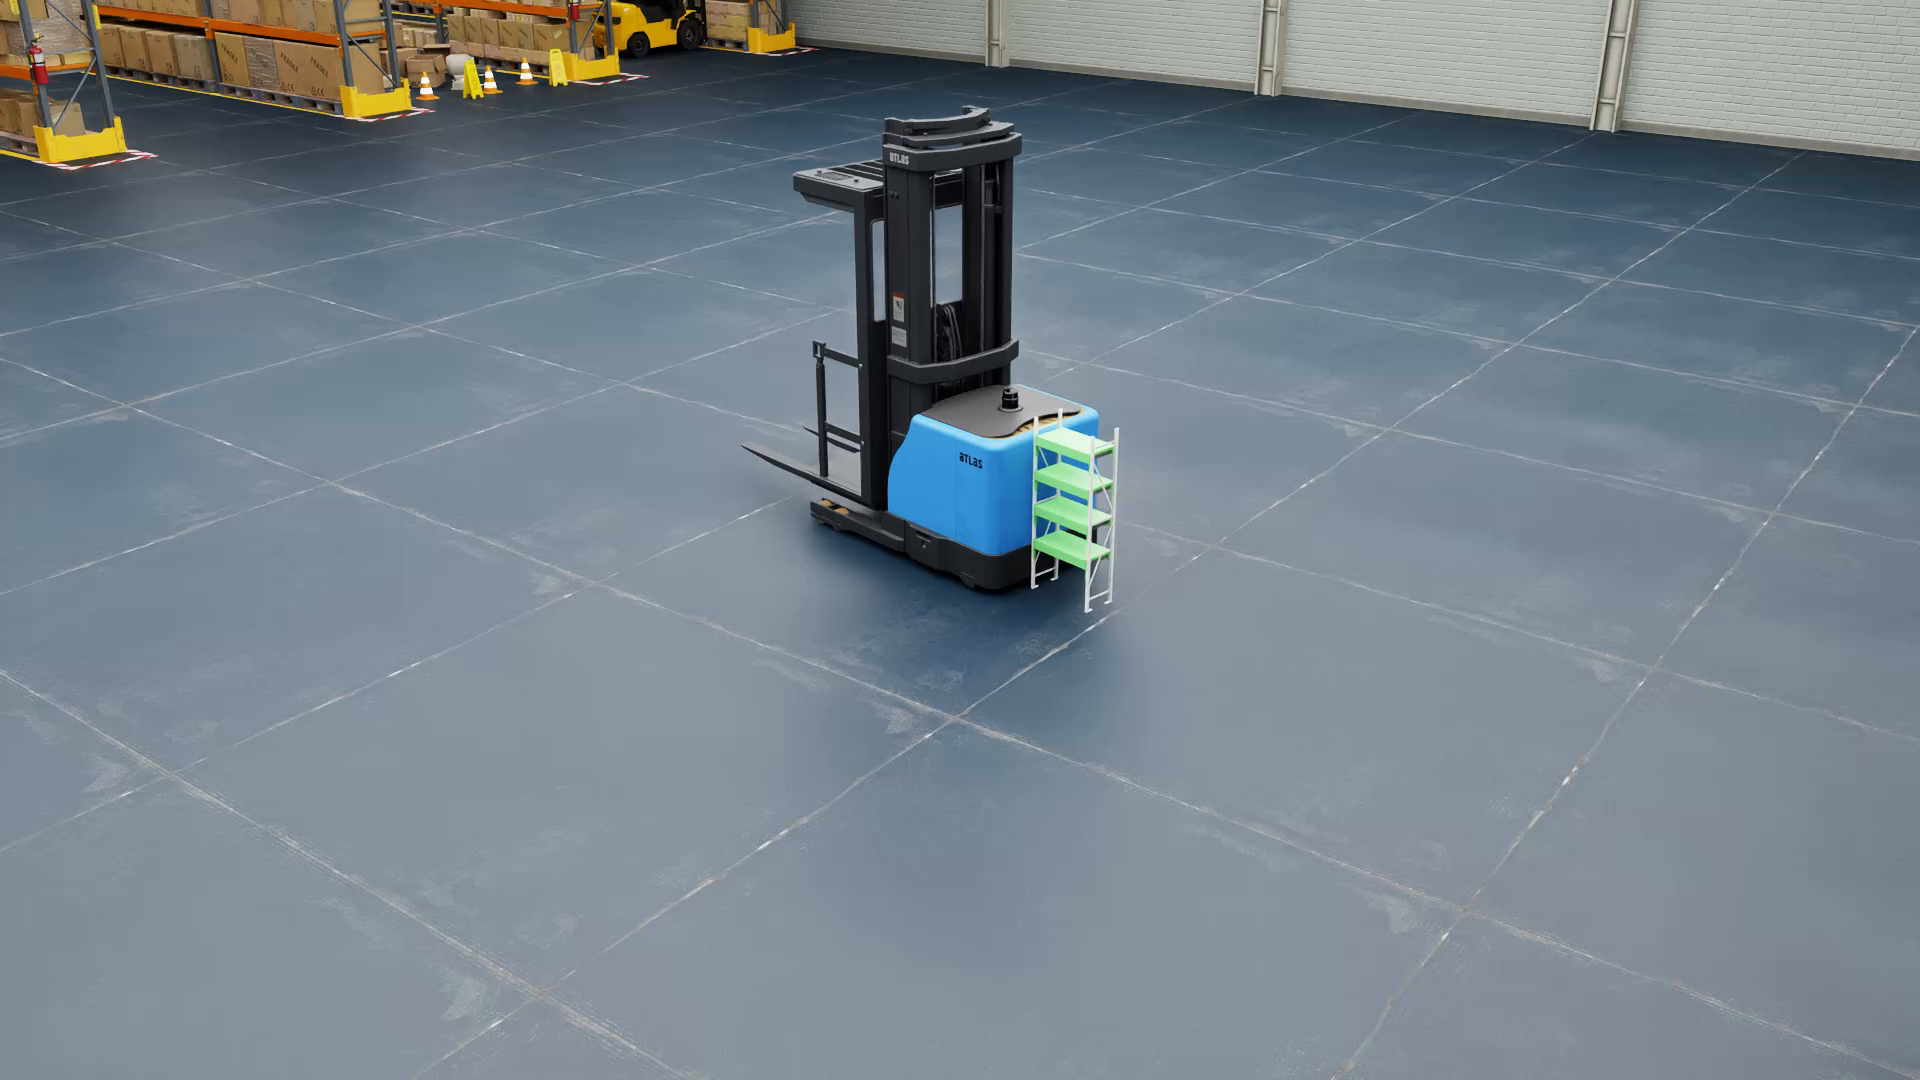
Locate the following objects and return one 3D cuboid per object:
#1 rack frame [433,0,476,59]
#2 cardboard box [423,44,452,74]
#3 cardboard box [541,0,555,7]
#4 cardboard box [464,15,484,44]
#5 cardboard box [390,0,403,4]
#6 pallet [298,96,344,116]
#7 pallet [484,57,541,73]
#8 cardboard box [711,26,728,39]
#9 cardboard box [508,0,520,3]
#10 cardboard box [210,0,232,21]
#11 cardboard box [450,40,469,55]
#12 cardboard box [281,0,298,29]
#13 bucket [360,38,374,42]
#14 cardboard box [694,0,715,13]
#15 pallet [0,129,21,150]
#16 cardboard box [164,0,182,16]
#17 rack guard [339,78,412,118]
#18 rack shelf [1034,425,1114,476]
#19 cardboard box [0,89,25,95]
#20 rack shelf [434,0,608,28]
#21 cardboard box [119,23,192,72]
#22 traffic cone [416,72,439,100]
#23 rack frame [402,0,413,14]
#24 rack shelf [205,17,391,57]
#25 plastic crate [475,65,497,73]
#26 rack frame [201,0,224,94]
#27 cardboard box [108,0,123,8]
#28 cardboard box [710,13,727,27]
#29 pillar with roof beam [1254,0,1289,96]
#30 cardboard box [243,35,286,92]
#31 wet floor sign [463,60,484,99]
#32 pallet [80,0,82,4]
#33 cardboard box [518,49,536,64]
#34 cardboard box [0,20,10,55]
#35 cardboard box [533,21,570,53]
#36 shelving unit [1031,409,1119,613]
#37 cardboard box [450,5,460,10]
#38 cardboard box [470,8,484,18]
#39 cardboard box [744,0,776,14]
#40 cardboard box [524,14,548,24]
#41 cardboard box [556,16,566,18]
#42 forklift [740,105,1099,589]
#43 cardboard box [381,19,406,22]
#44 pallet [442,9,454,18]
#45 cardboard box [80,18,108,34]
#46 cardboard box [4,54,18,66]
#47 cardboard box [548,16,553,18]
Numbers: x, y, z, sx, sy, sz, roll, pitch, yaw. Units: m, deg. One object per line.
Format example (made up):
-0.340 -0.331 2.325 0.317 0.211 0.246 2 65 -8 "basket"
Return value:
-10.204 -11.224 33.503 0.127 3.000 1.000 17 29 33 "rack frame"
-10.162 -9.383 32.422 0.500 0.500 0.500 -5 24 -12 "cardboard box"
-7.700 -10.188 31.465 0.250 0.149 0.380 16 29 33 "cardboard box"
-9.458 -10.145 33.015 0.500 0.500 0.500 18 30 35 "cardboard box"
-14.253 -13.688 42.111 0.250 0.149 0.380 16 28 32 "cardboard box"
-10.578 -7.527 28.571 1.213 0.211 1.003 17 29 33 "pallet"
-8.665 -9.502 33.053 1.213 0.211 1.003 17 29 33 "pallet"
-4.987 -10.928 35.720 0.500 0.250 0.500 17 29 33 "cardboard box"
-8.496 -10.449 32.057 0.250 0.149 0.380 16 29 33 "cardboard box"
-12.789 -9.585 29.599 0.550 0.550 0.875 17 29 33 "cardboard box"
-9.894 -9.928 33.451 0.500 0.250 0.500 15 28 31 "cardboard box"
-11.041 -9.080 28.453 0.550 0.550 0.875 17 29 33 "cardboard box"
-11.600 -9.511 31.790 0.726 0.611 0.620 -15 18 -30 "bucket"
-5.406 -11.501 35.782 0.500 0.250 0.500 17 29 34 "cardboard box"
-14.608 -6.304 25.796 1.213 0.211 1.003 17 29 33 "pallet"
-14.074 -9.810 30.170 0.500 0.500 0.500 16 29 33 "cardboard box"
-9.872 -7.485 28.118 0.348 0.500 1.175 17 29 33 "rack guard"
0.730 -0.569 10.521 0.258 0.148 0.480 -21 31 -39 "rack shelf"
-14.844 -6.704 25.825 0.500 0.500 0.500 14 27 29 "cardboard box"
-8.603 -10.411 32.550 4.000 0.370 1.077 17 29 33 "rack shelf"
-15.158 -9.345 31.509 0.750 0.750 1.050 17 29 34 "cardboard box"
-9.464 -8.060 29.470 0.334 0.463 0.336 17 29 33 "traffic cone"
-13.631 -14.760 41.530 0.127 3.000 1.000 17 29 33 "rack frame"
-11.491 -8.789 28.870 4.000 0.370 1.077 17 29 33 "rack shelf"
-9.439 -9.243 32.629 0.583 0.080 0.402 7 25 15 "plastic crate"
-13.092 -9.602 29.823 0.127 3.000 1.000 17 29 33 "rack frame"
-15.687 -10.297 31.277 0.500 0.500 0.500 17 29 33 "cardboard box"
-5.001 -11.163 35.635 0.500 0.250 0.500 16 29 33 "cardboard box"
2.975 -10.772 25.038 0.400 9.000 9.100 17 29 33 "pillar with roof beam"
-11.907 -8.430 29.278 0.875 0.875 0.875 17 29 34 "cardboard box"
-8.680 -8.189 29.536 0.232 0.644 0.267 12 26 24 "wet floor sign"
-16.927 -10.619 32.370 1.003 0.211 1.213 17 29 33 "pallet"
-8.221 -9.427 32.314 0.500 0.250 0.500 17 29 33 "cardboard box"
-13.842 -7.465 24.479 0.500 0.500 0.875 17 29 33 "cardboard box"
-7.800 -9.643 31.875 0.500 0.500 0.500 17 29 34 "cardboard box"
0.730 -0.188 10.689 0.258 1.200 0.503 -21 31 -39 "shelving unit"
-12.139 -13.244 40.668 0.500 0.500 0.500 16 28 31 "cardboard box"
-9.417 -10.394 32.776 0.250 0.149 0.380 18 30 35 "cardboard box"
-4.300 -11.427 35.615 0.500 0.250 0.500 16 29 33 "cardboard box"
-8.134 -10.007 31.896 0.250 0.149 0.380 18 29 35 "cardboard box"
-8.873 -12.425 38.654 0.625 0.625 0.875 15 28 31 "cardboard box"
-0.429 -1.527 11.582 1.130 2.935 3.031 -21 31 -39 "forklift"
-12.363 -10.865 35.427 0.625 0.372 0.950 16 28 32 "cardboard box"
-11.977 -13.005 41.005 1.213 0.211 1.003 17 29 33 "pallet"
-16.997 -10.042 32.469 0.500 0.250 0.500 16 28 32 "cardboard box"
-13.729 -7.051 24.344 0.250 0.149 0.380 17 29 33 "cardboard box"
-8.319 -10.072 32.849 0.500 0.500 0.500 17 29 34 "cardboard box"
